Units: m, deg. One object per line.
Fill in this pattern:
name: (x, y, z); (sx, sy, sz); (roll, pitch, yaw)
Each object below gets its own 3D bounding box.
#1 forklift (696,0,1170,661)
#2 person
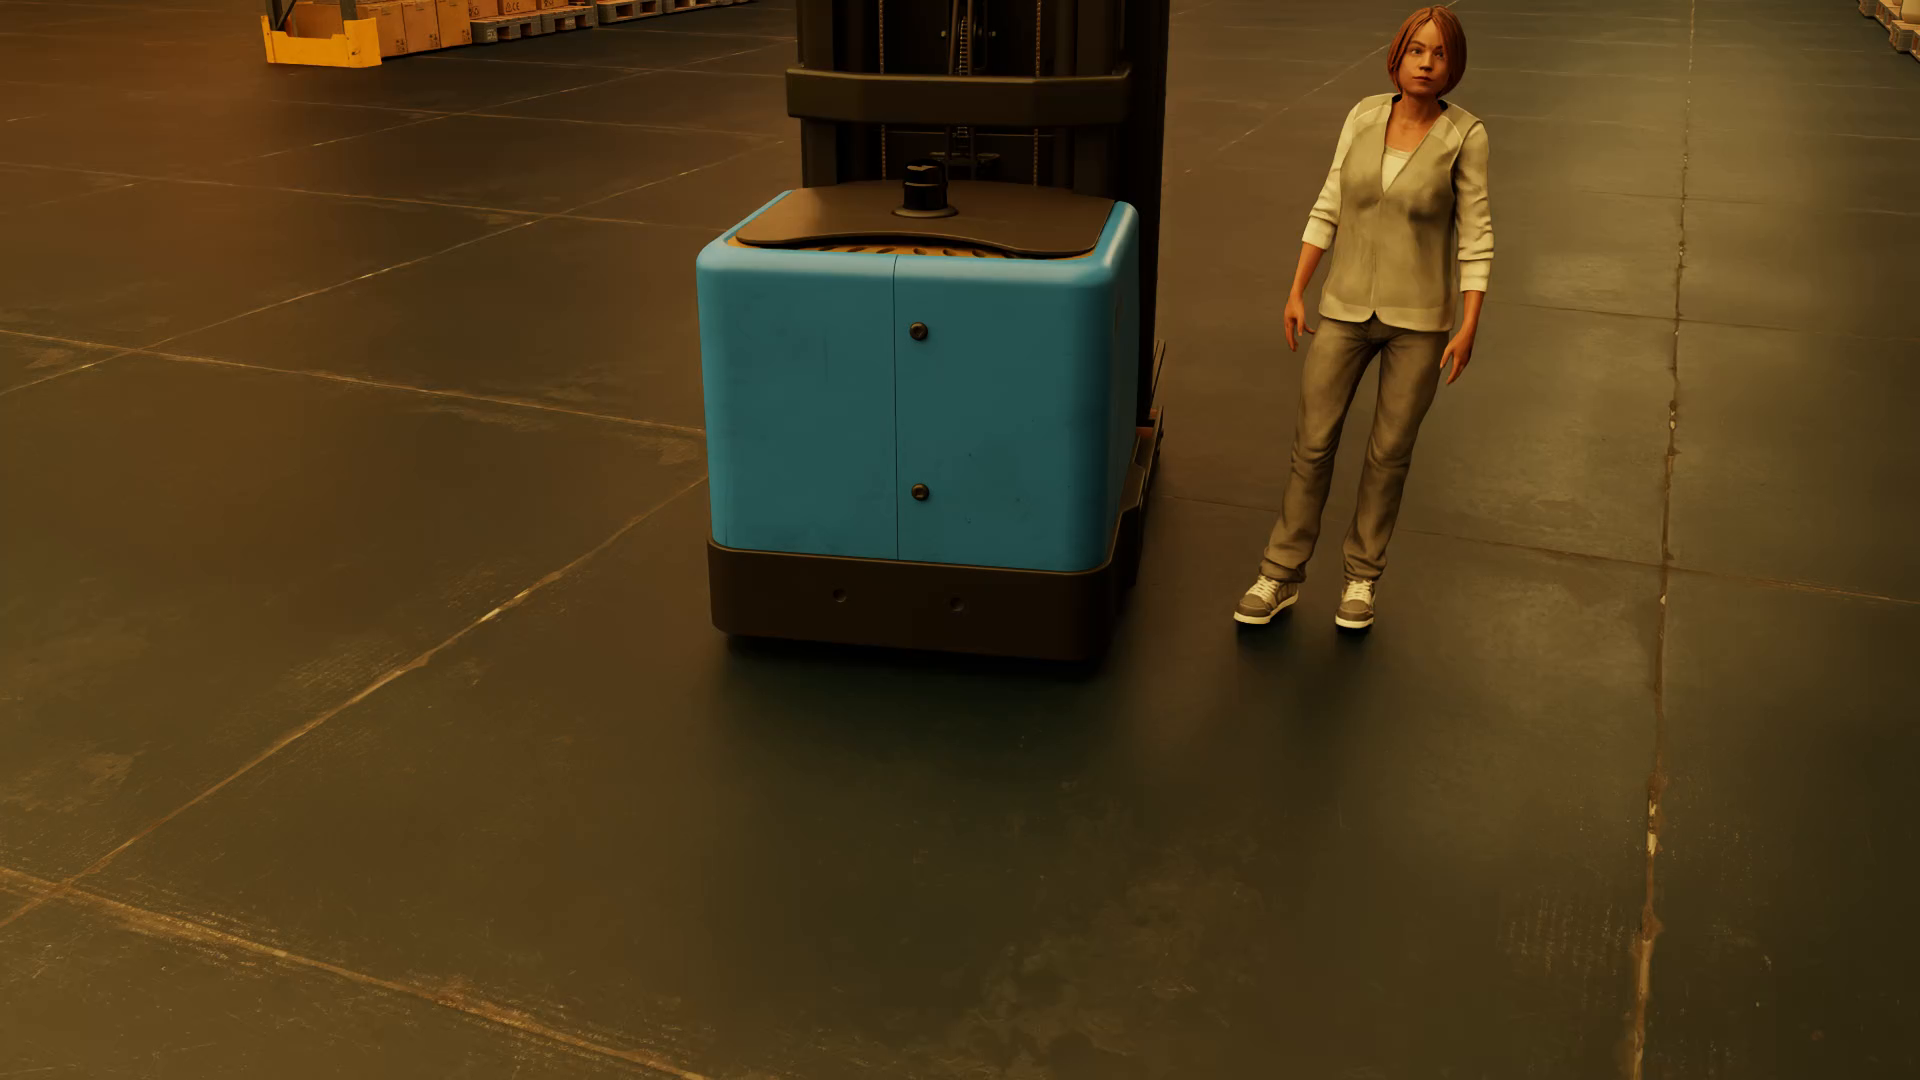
forklift: (0.106, -1.584, 5.083); (1.130, 2.935, 3.031); (4, 23, 9)
person: (1.063, -0.535, 4.285); (0.521, 1.597, 0.475); (11, 25, 25)
